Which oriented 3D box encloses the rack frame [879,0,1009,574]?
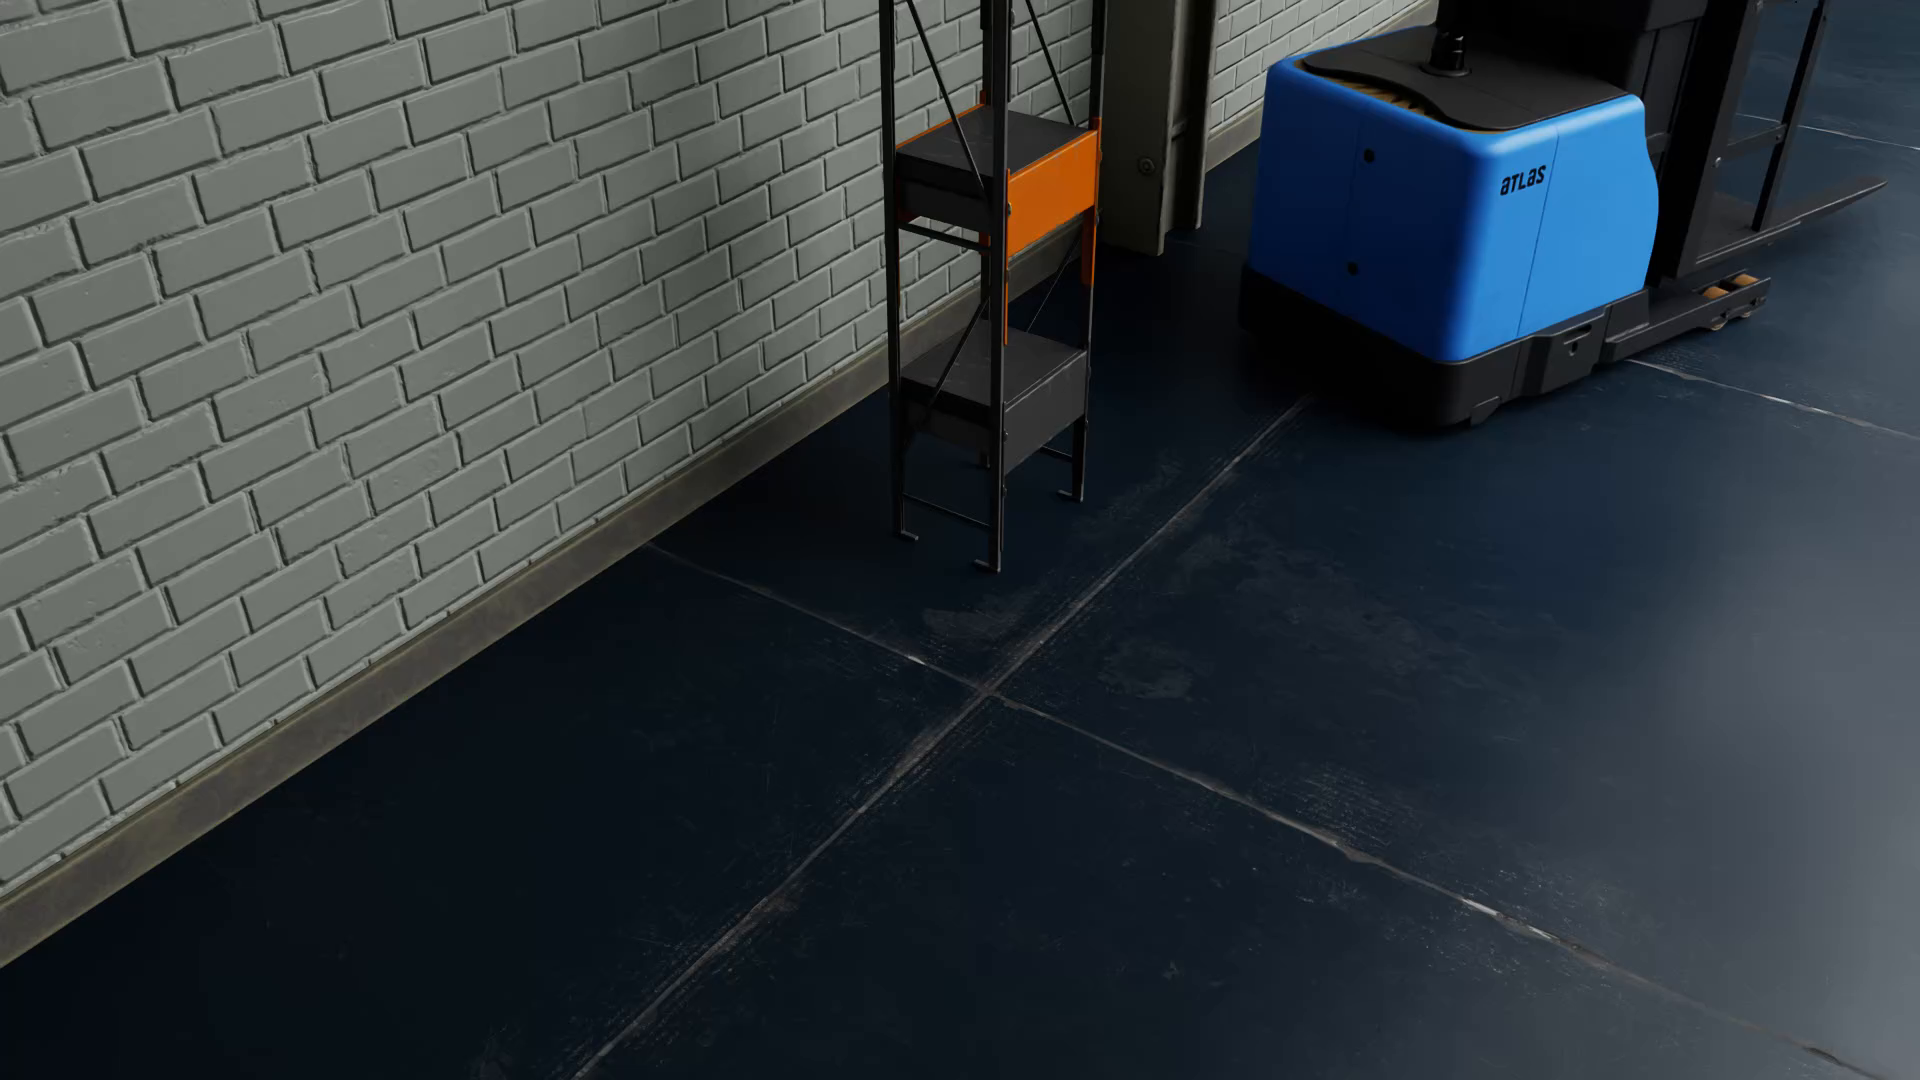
[{"bbox_3d":[-0.045,-0.834,4.608,0.400,2.100,0.015,21,39,28],"label":"rack frame"}]

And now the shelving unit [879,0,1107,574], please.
[{"bbox_3d":[0.094,-0.946,4.774,0.431,2.100,0.503,21,39,28],"label":"shelving unit"}]

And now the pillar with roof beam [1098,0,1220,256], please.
[{"bbox_3d":[4.356,-3.690,2.673,9.100,9.000,0.400,21,39,28],"label":"pillar with roof beam"}]

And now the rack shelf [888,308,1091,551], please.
[{"bbox_3d":[0.094,-0.355,5.174,0.431,0.518,0.480,21,39,28],"label":"rack shelf"}]

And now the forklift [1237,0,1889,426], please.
[{"bbox_3d":[2.560,-2.247,5.957,3.031,2.935,1.130,-21,39,-28],"label":"forklift"}]

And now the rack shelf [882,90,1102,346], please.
[{"bbox_3d":[0.094,-0.935,4.782,0.431,0.518,0.480,21,39,28],"label":"rack shelf"}]

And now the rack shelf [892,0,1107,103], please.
[{"bbox_3d":[0.094,-1.515,4.390,0.431,0.518,0.480,21,39,28],"label":"rack shelf"}]

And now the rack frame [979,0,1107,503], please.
[{"bbox_3d":[0.234,-1.058,4.940,0.400,2.100,0.015,21,39,28],"label":"rack frame"}]
